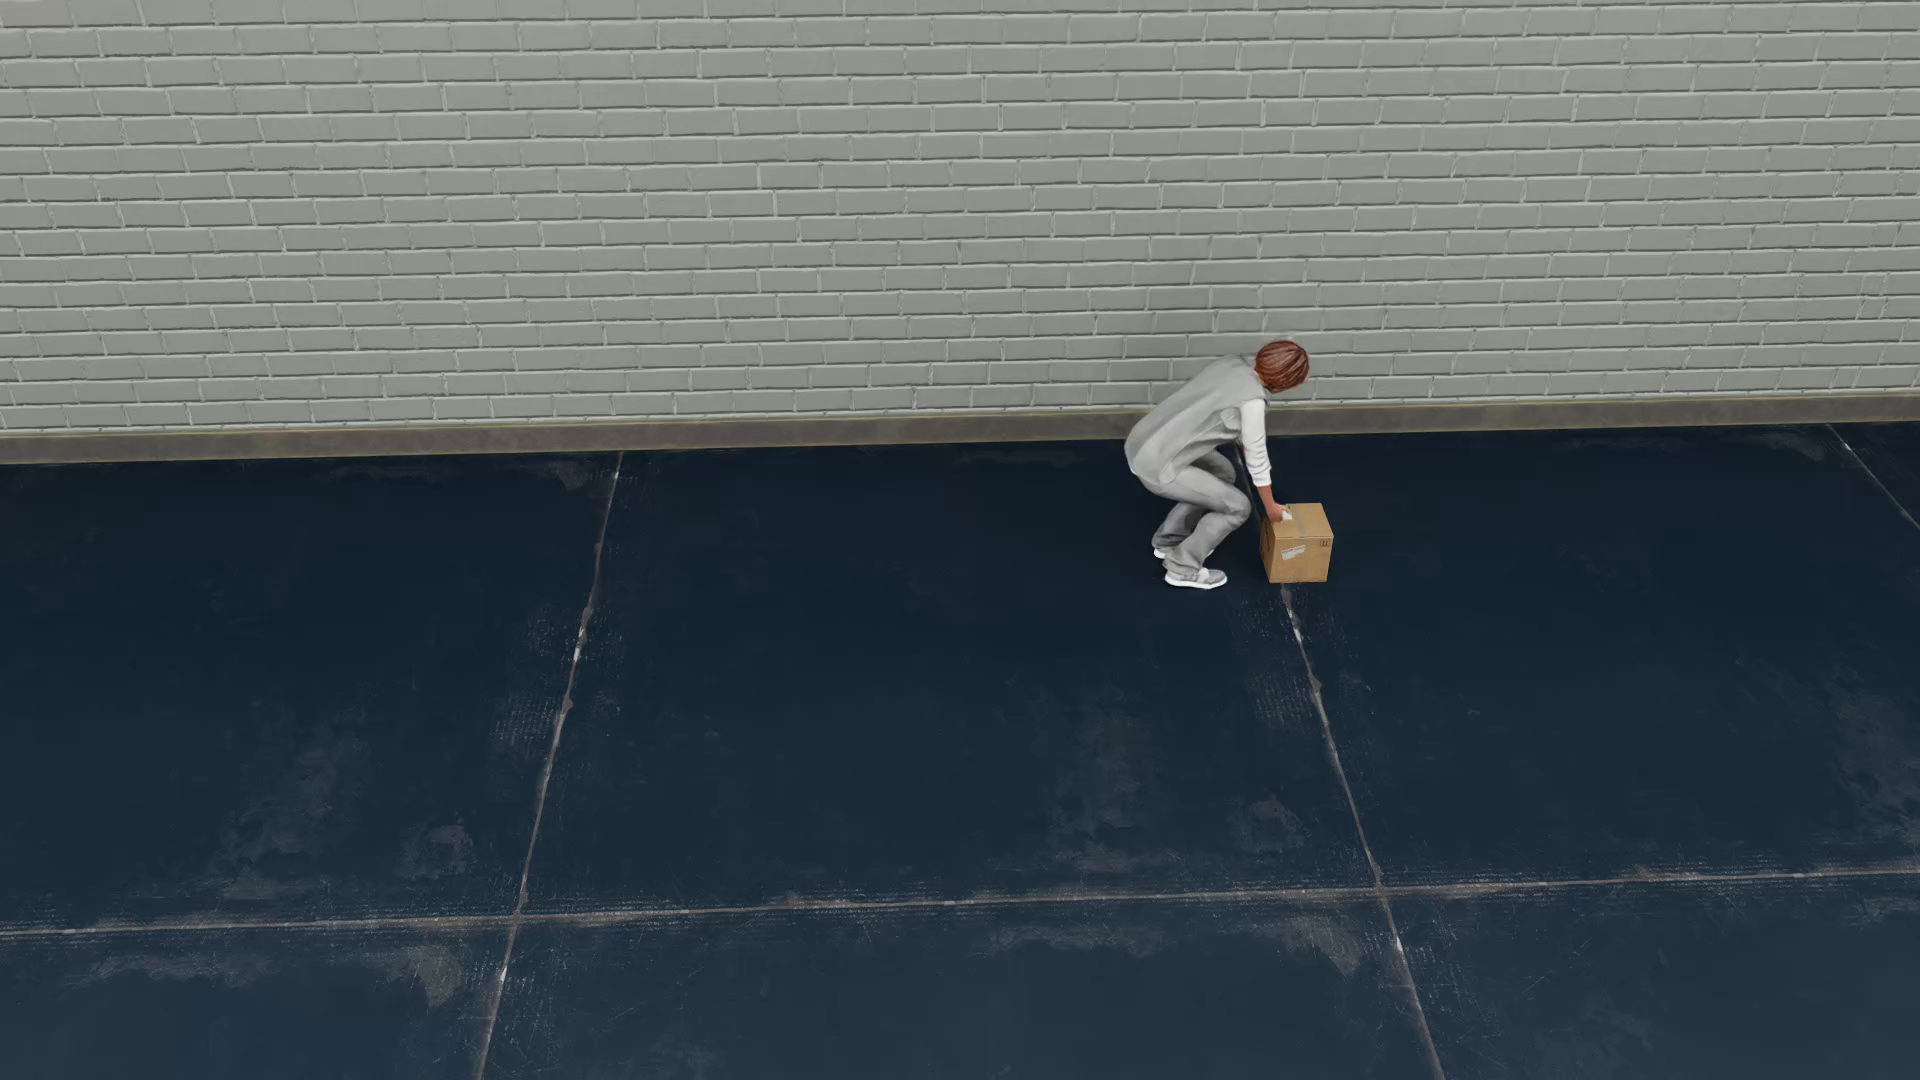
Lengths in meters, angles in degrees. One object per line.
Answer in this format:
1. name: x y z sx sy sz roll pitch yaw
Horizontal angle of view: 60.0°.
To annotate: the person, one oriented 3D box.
1. person: 1.060 -0.332 7.056 0.745 1.088 0.460 -2 36 -2
